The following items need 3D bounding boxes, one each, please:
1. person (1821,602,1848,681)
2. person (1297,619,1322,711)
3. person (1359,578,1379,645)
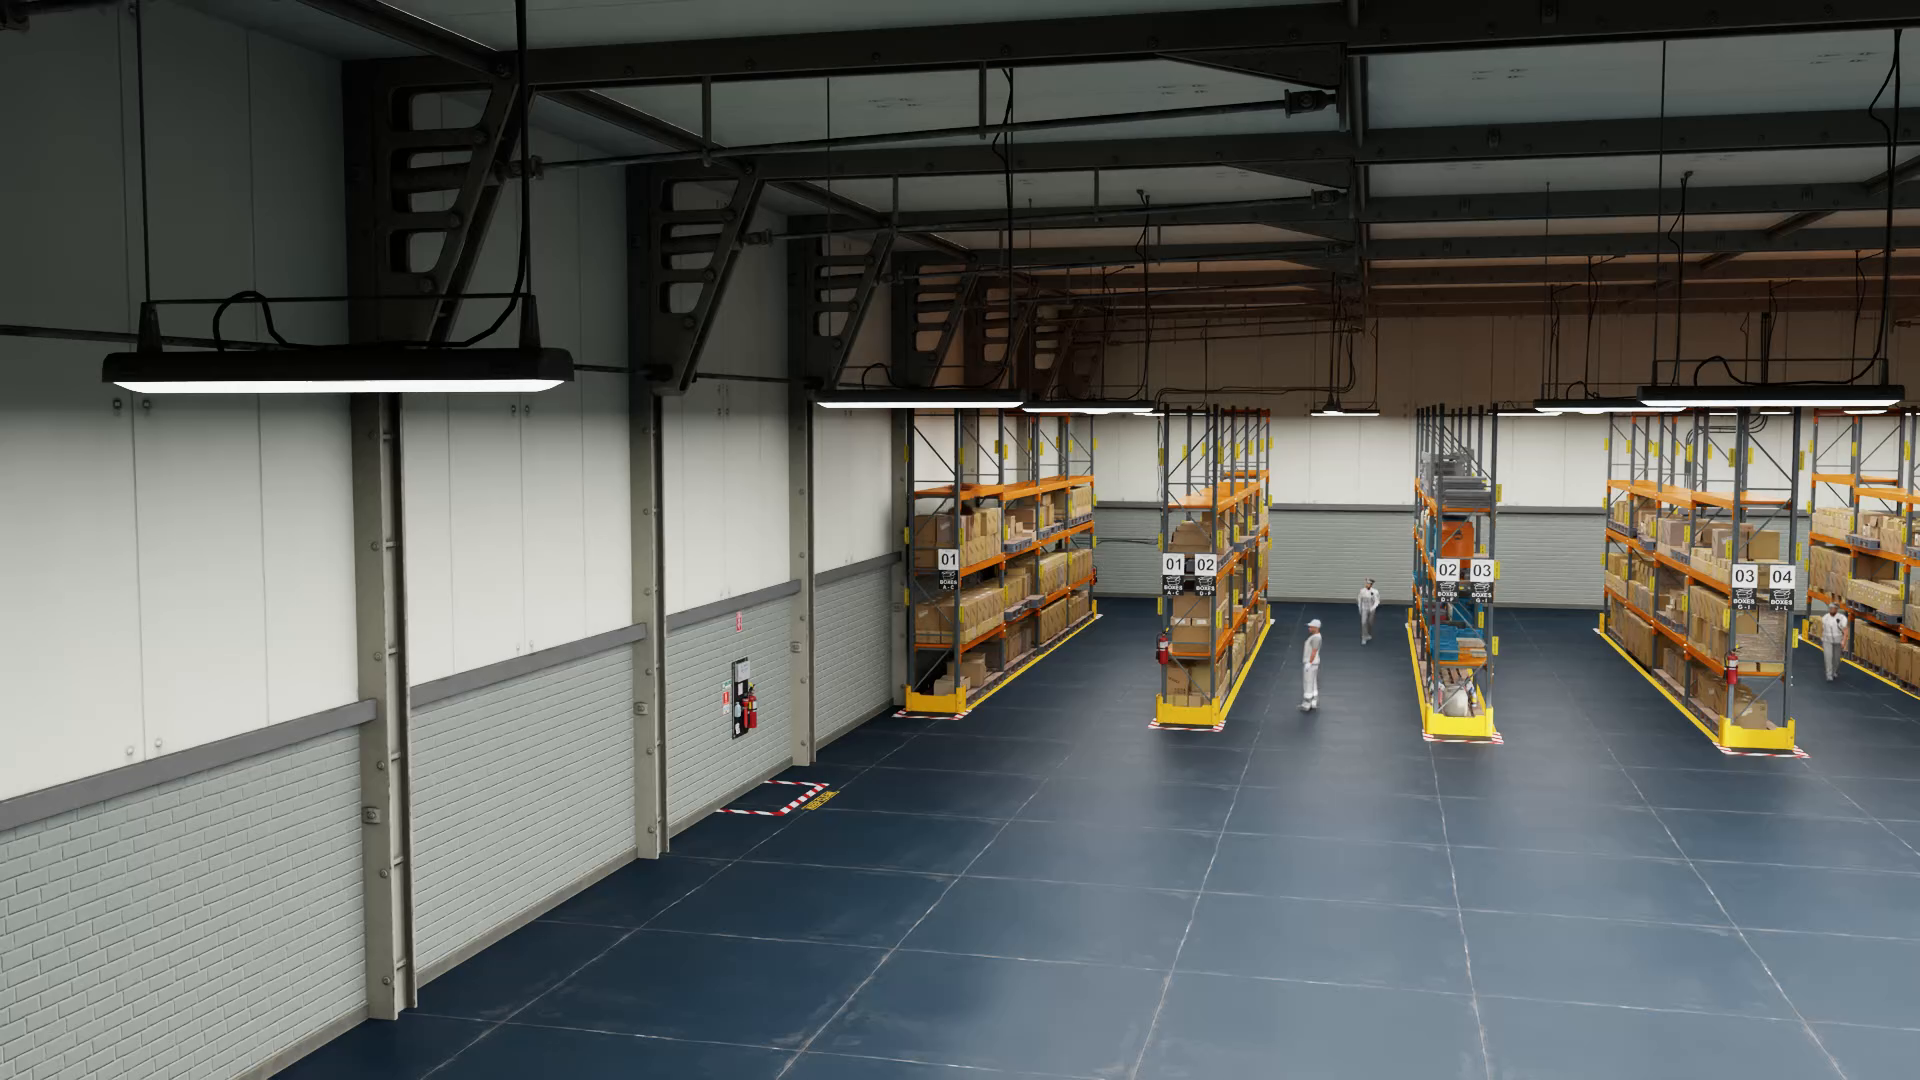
[{"bbox_3d":[19.118,2.203,36.344,0.485,1.717,1.040,1,4,18],"label":"person"},{"bbox_3d":[6.872,2.455,32.675,0.478,1.789,0.612,2,4,21],"label":"person"},{"bbox_3d":[10.475,1.817,42.603,0.513,1.694,0.897,1,4,15],"label":"person"}]
